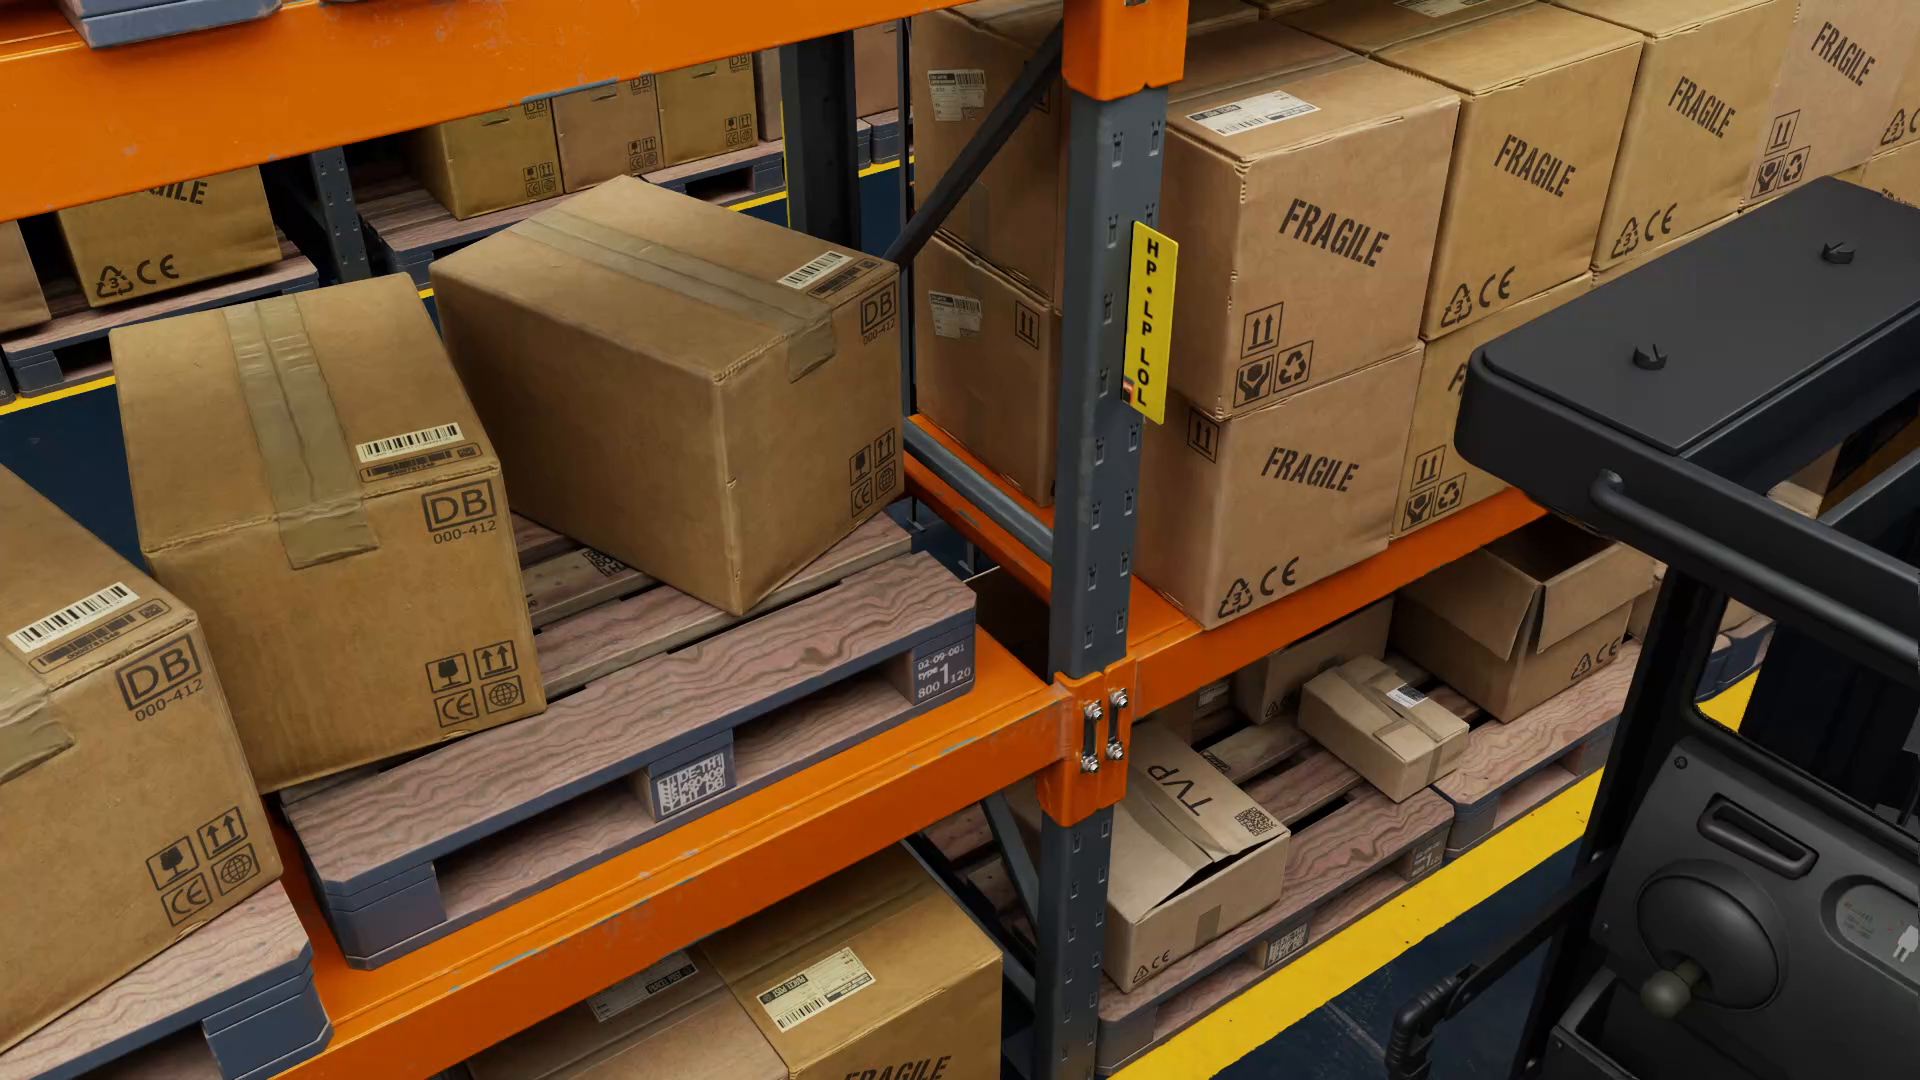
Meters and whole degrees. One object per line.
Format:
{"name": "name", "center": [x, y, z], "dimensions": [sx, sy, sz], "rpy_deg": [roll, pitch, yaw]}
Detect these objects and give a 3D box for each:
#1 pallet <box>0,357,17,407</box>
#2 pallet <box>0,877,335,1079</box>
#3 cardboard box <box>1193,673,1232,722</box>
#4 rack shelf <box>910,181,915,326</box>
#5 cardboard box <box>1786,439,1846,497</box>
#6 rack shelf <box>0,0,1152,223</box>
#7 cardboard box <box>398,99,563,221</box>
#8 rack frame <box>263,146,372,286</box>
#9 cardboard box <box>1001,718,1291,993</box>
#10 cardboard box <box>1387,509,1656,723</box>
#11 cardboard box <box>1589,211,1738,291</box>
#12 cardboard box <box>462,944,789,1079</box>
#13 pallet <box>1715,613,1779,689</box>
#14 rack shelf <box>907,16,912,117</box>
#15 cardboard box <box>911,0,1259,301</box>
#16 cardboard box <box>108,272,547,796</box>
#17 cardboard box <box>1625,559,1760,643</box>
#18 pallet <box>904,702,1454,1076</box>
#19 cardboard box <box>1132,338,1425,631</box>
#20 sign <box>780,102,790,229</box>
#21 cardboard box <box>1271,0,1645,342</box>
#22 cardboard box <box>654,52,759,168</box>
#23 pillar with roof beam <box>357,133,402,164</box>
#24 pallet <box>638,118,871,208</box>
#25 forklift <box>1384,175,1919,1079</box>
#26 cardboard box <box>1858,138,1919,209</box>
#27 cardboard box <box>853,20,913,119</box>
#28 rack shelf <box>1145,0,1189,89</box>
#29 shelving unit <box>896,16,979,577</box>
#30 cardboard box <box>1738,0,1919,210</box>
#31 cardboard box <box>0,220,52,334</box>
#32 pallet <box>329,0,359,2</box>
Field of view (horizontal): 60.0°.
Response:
{"name": "pallet", "center": [-4.462, -0.661, 6.488], "dimensions": [1.213, 0.211, 1.003], "rpy_deg": [-22, 41, -28]}
{"name": "pallet", "center": [-1.702, 0.629, 2.471], "dimensions": [1.213, 0.211, 1.003], "rpy_deg": [-22, 41, -28]}
{"name": "cardboard box", "center": [0.555, 0.359, 4.747], "dimensions": [0.250, 0.149, 0.380], "rpy_deg": [-22, 41, -28]}
{"name": "rack shelf", "center": [0.135, -0.897, 5.222], "dimensions": [0.480, 0.518, 0.431], "rpy_deg": [-22, 41, -28]}
{"name": "cardboard box", "center": [2.948, -0.347, 5.427], "dimensions": [0.500, 0.500, 0.500], "rpy_deg": [-22, 41, -28]}
{"name": "rack shelf", "center": [-1.654, -0.391, 1.772], "dimensions": [4.000, 0.370, 1.077], "rpy_deg": [-22, 41, -28]}
{"name": "cardboard box", "center": [-2.206, -1.859, 7.547], "dimensions": [0.500, 0.500, 0.700], "rpy_deg": [-22, 41, -27]}
{"name": "rack frame", "center": [-2.876, -2.501, 6.658], "dimensions": [0.127, 3.000, 1.000], "rpy_deg": [-22, 41, -28]}
{"name": "cardboard box", "center": [0.448, 0.737, 4.082], "dimensions": [0.500, 0.311, 0.500], "rpy_deg": [-22, 41, -28]}
{"name": "cardboard box", "center": [1.513, 0.063, 4.855], "dimensions": [0.637, 0.503, 0.797], "rpy_deg": [-22, 41, -28]}
{"name": "cardboard box", "center": [1.381, -0.561, 3.875], "dimensions": [0.500, 0.500, 0.500], "rpy_deg": [-23, 41, -28]}
{"name": "cardboard box", "center": [-0.667, 1.163, 3.328], "dimensions": [0.500, 0.500, 0.500], "rpy_deg": [-22, 41, -28]}
{"name": "pallet", "center": [2.537, -0.057, 5.649], "dimensions": [1.213, 0.211, 1.003], "rpy_deg": [-22, 41, -28]}
{"name": "rack shelf", "center": [0.135, -1.465, 4.814], "dimensions": [0.480, 0.518, 0.431], "rpy_deg": [-22, 41, -28]}
{"name": "cardboard box", "center": [0.245, -0.878, 3.460], "dimensions": [0.500, 0.500, 0.500], "rpy_deg": [-22, 41, -28]}
{"name": "cardboard box", "center": [-1.061, -0.035, 2.784], "dimensions": [0.500, 0.500, 0.700], "rpy_deg": [-16, 39, -21]}
{"name": "cardboard box", "center": [2.154, 0.060, 5.076], "dimensions": [0.500, 0.250, 0.500], "rpy_deg": [-22, 41, -28]}
{"name": "pallet", "center": [0.542, 0.764, 4.508], "dimensions": [1.213, 0.211, 1.003], "rpy_deg": [-22, 41, -28]}
{"name": "cardboard box", "center": [0.554, -0.220, 3.401], "dimensions": [0.500, 0.500, 0.500], "rpy_deg": [-21, 41, -27]}
{"name": "sign", "center": [-0.338, -0.746, 3.476], "dimensions": [0.005, 0.325, 0.100], "rpy_deg": [-22, 41, -28]}
{"name": "cardboard box", "center": [0.949, -0.782, 3.327], "dimensions": [0.500, 0.500, 0.500], "rpy_deg": [-24, 42, -29]}
{"name": "cardboard box", "center": [-1.373, -2.198, 8.019], "dimensions": [0.500, 0.500, 0.700], "rpy_deg": [-21, 41, -27]}
{"name": "pillar with roof beam", "center": [-0.322, -3.530, 2.951], "dimensions": [0.400, 9.000, 9.100], "rpy_deg": [-22, 41, -28]}
{"name": "pallet", "center": [-1.211, -2.000, 8.350], "dimensions": [1.213, 0.211, 1.003], "rpy_deg": [-22, 41, -28]}
{"name": "forklift", "center": [1.215, 0.719, 2.241], "dimensions": [3.031, 2.935, 1.130], "rpy_deg": [-25, 43, -31]}
{"name": "cardboard box", "center": [2.208, -0.902, 4.350], "dimensions": [0.500, 0.500, 0.500], "rpy_deg": [-22, 41, -28]}
{"name": "cardboard box", "center": [-0.530, -2.550, 8.508], "dimensions": [0.500, 0.500, 0.700], "rpy_deg": [-22, 41, -28]}
{"name": "rack shelf", "center": [1.615, -1.736, 3.642], "dimensions": [4.000, 0.370, 1.077], "rpy_deg": [-22, 41, -28]}
{"name": "shelving unit", "center": [0.135, -0.908, 5.214], "dimensions": [0.503, 2.100, 0.431], "rpy_deg": [-22, 41, -28]}
{"name": "cardboard box", "center": [1.791, -1.129, 3.809], "dimensions": [0.500, 0.500, 0.500], "rpy_deg": [-21, 41, -27]}
{"name": "cardboard box", "center": [-4.057, -1.218, 6.355], "dimensions": [0.750, 0.750, 0.750], "rpy_deg": [-21, 41, -27]}
{"name": "pallet", "center": [-0.593, -1.094, 2.293], "dimensions": [1.003, 0.211, 1.213], "rpy_deg": [-22, 41, -28]}
